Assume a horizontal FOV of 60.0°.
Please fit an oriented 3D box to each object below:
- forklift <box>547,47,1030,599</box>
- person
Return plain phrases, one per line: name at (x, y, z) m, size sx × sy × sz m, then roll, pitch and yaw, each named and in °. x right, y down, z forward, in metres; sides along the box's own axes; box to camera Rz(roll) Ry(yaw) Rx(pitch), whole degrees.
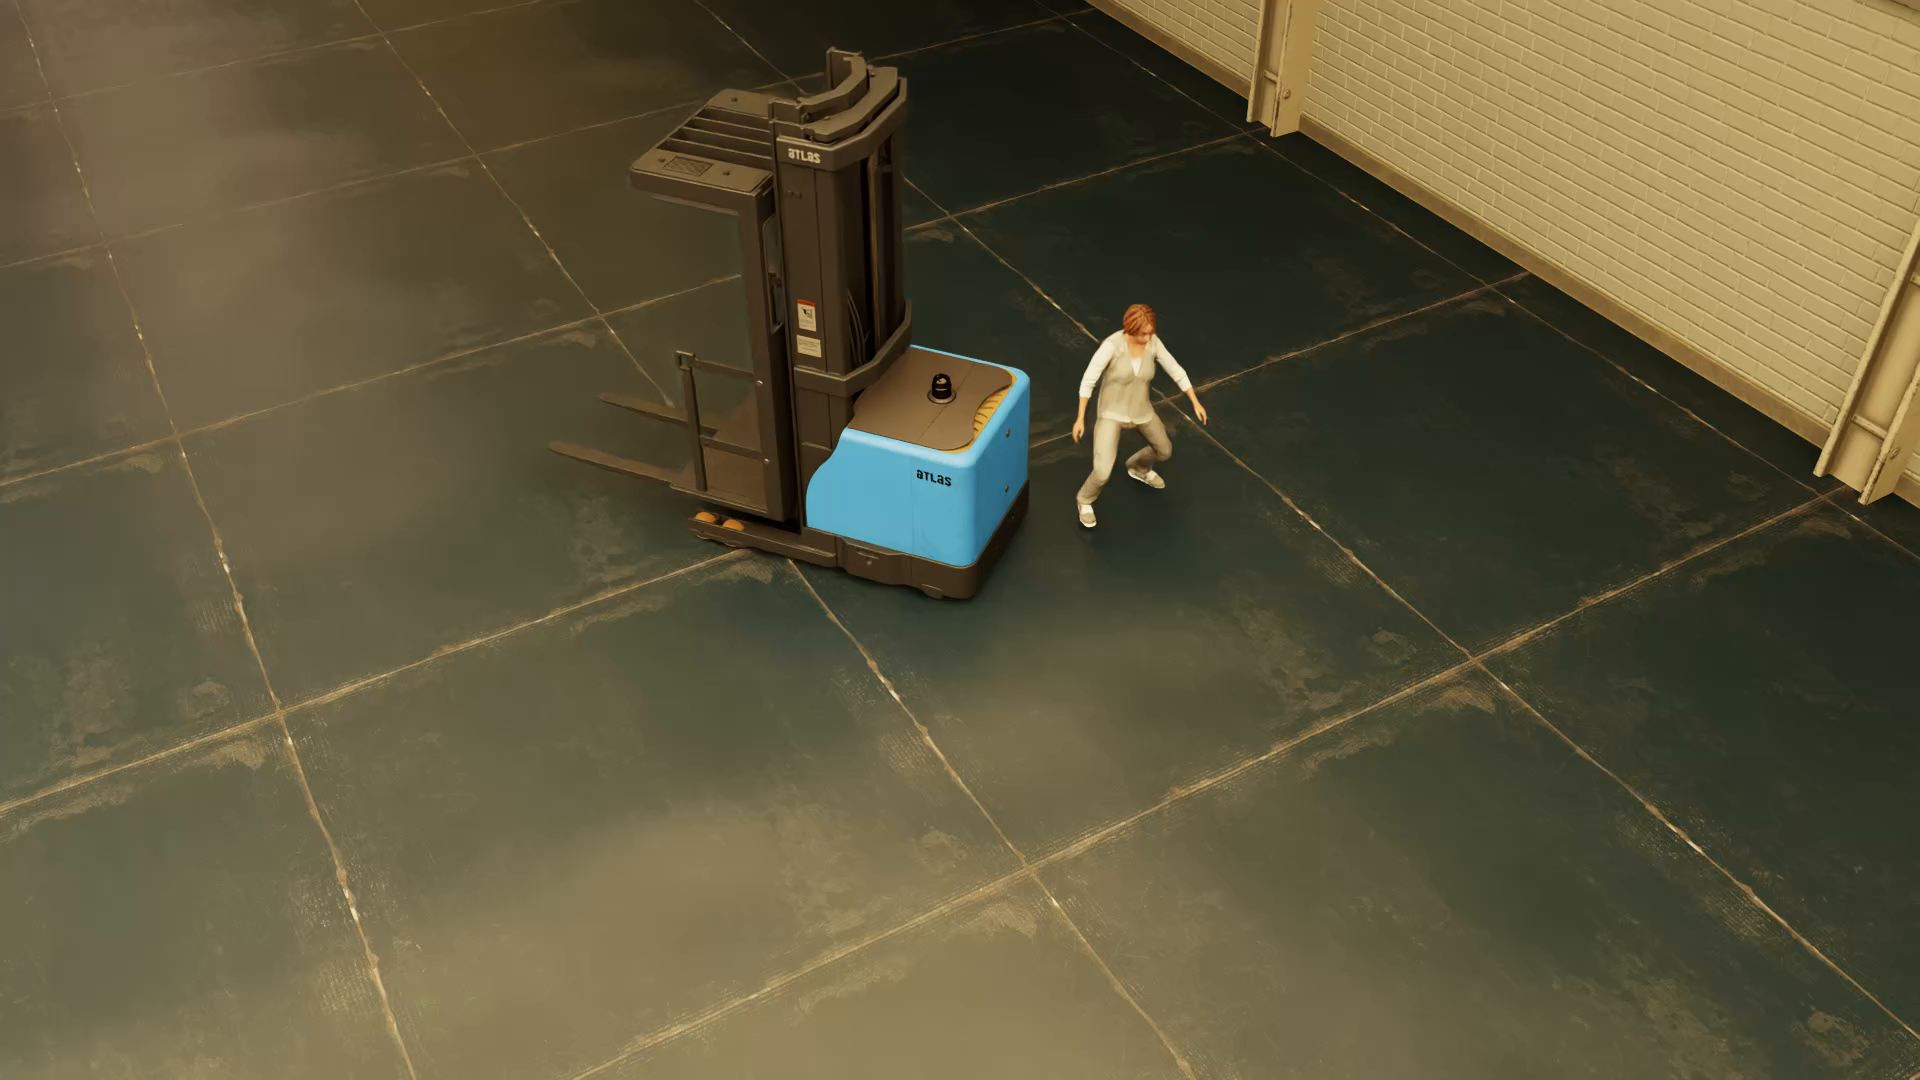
forklift at (-1.137, -1.383, 9.703) m, size 3.031 × 2.935 × 1.130 m, roll 15°, pitch 42°, yaw 17°
person at (1.059, -0.781, 10.149) m, size 0.814 × 1.473 × 0.618 m, roll -11°, pitch 41°, yaw -13°
